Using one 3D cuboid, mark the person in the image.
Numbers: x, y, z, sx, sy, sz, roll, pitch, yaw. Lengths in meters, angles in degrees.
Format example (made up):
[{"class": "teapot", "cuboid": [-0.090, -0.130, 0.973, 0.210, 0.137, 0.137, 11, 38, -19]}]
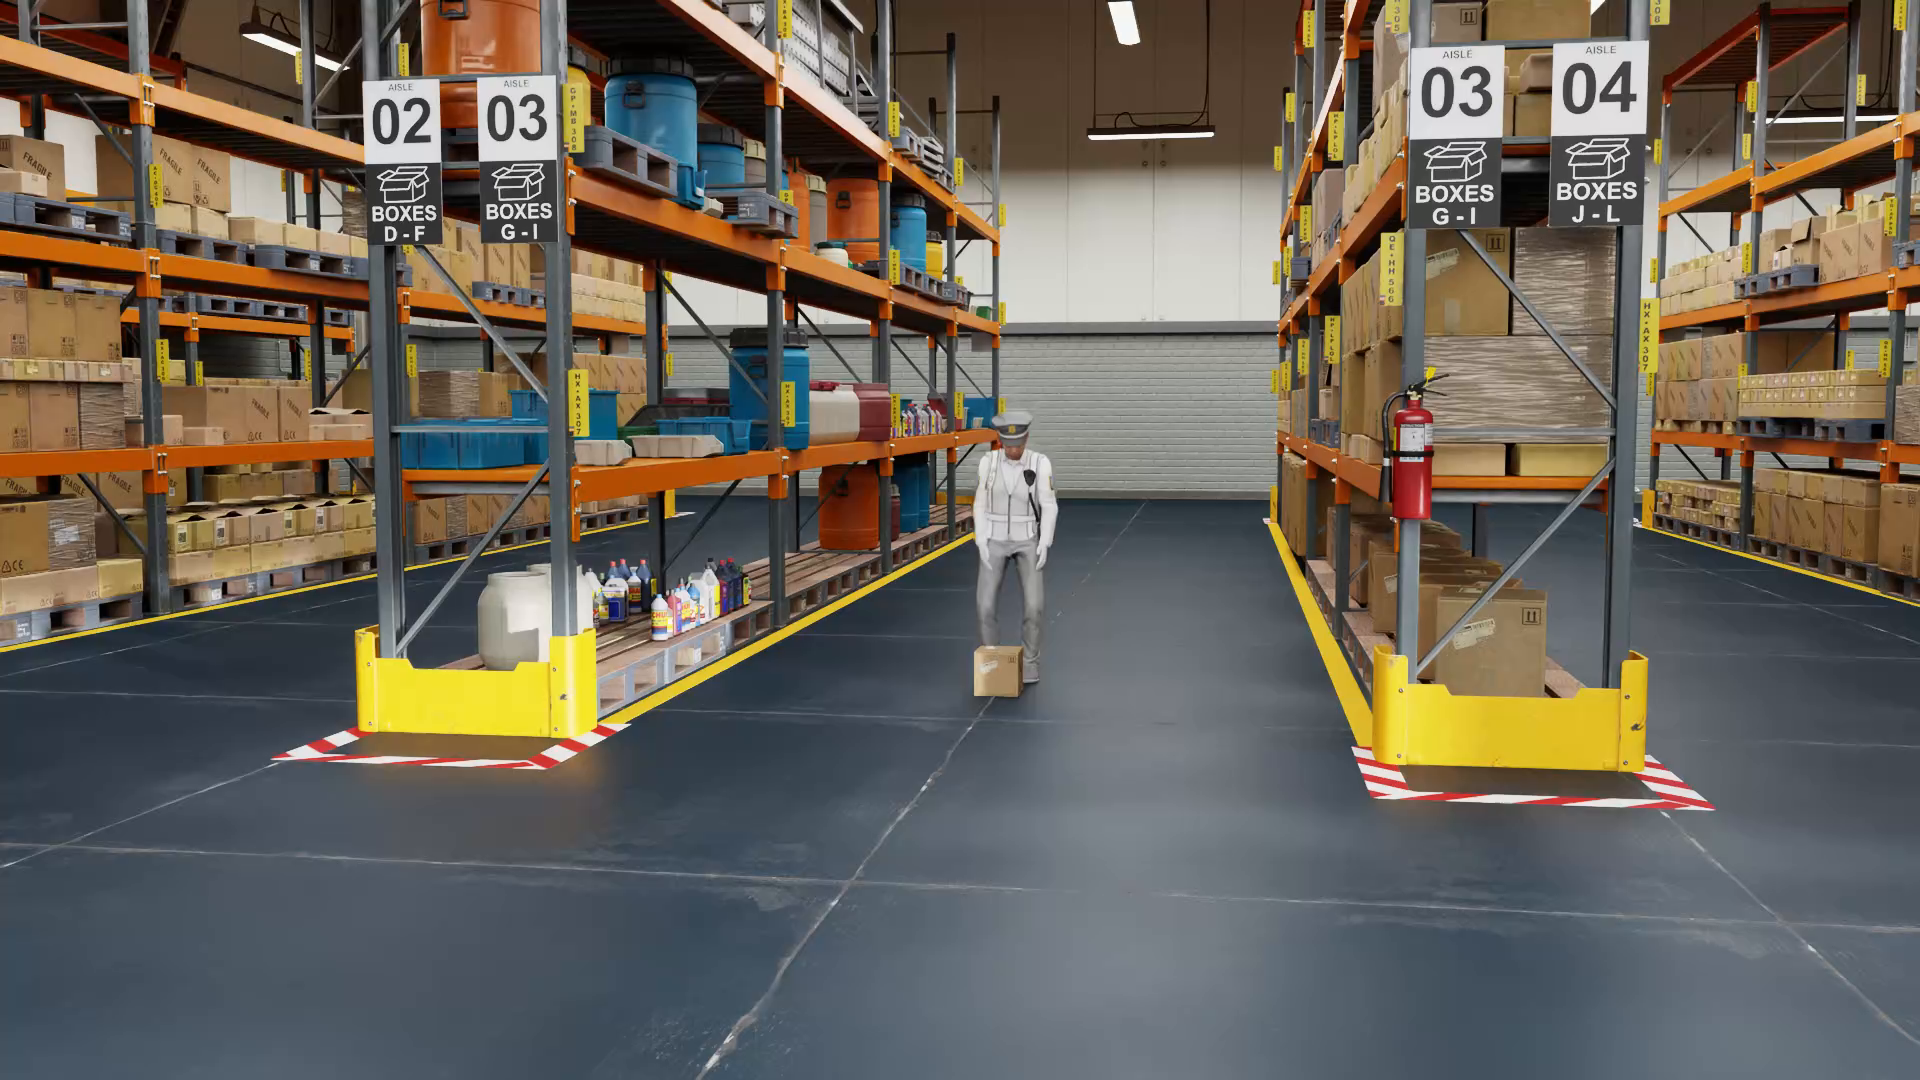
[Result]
[{"class": "person", "cuboid": [0.324, 0.044, 9.818, 0.508, 1.604, 0.485, 1, 5, 10]}]
